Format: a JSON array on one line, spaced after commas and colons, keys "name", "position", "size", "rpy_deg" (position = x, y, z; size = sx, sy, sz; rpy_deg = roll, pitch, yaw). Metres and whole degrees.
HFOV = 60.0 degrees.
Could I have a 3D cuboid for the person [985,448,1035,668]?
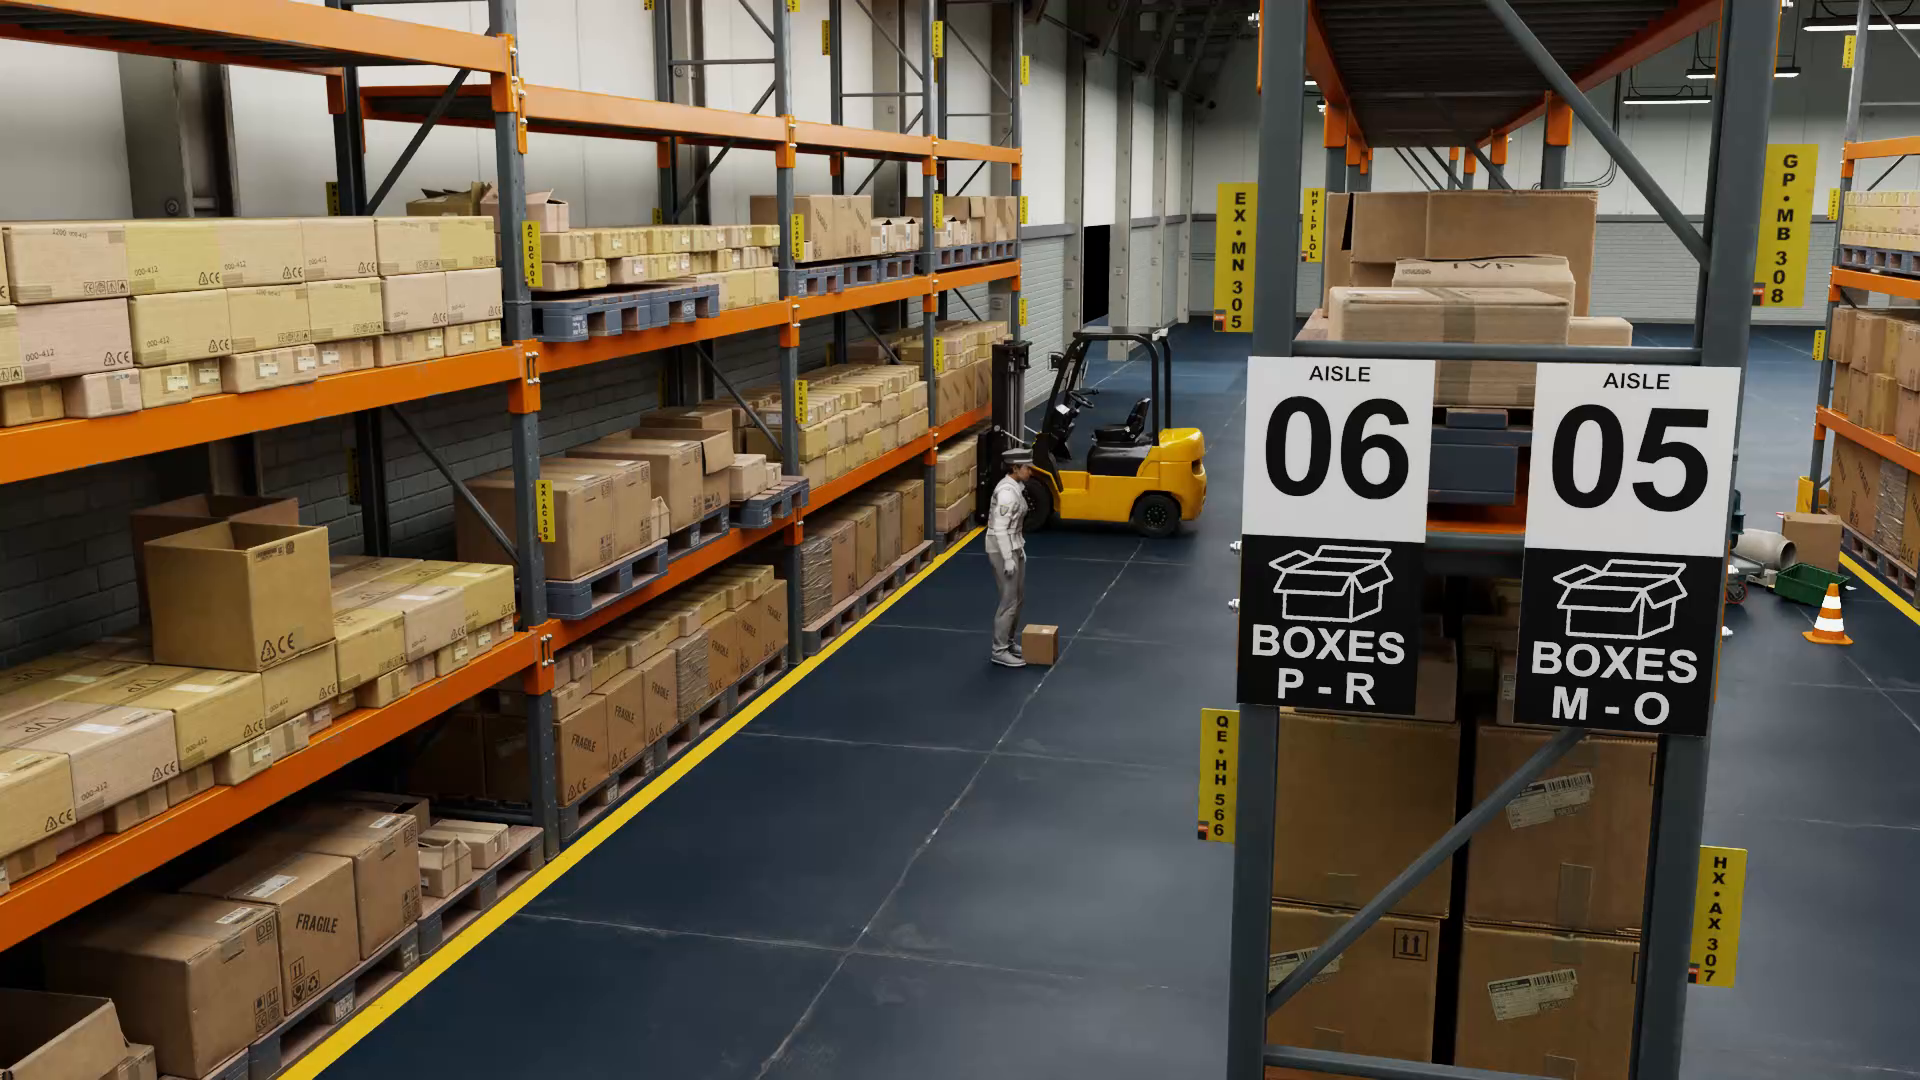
[{"name": "person", "position": [0.390, 0.115, 12.876], "size": [0.371, 1.664, 0.526], "rpy_deg": [3, 12, 14]}]
